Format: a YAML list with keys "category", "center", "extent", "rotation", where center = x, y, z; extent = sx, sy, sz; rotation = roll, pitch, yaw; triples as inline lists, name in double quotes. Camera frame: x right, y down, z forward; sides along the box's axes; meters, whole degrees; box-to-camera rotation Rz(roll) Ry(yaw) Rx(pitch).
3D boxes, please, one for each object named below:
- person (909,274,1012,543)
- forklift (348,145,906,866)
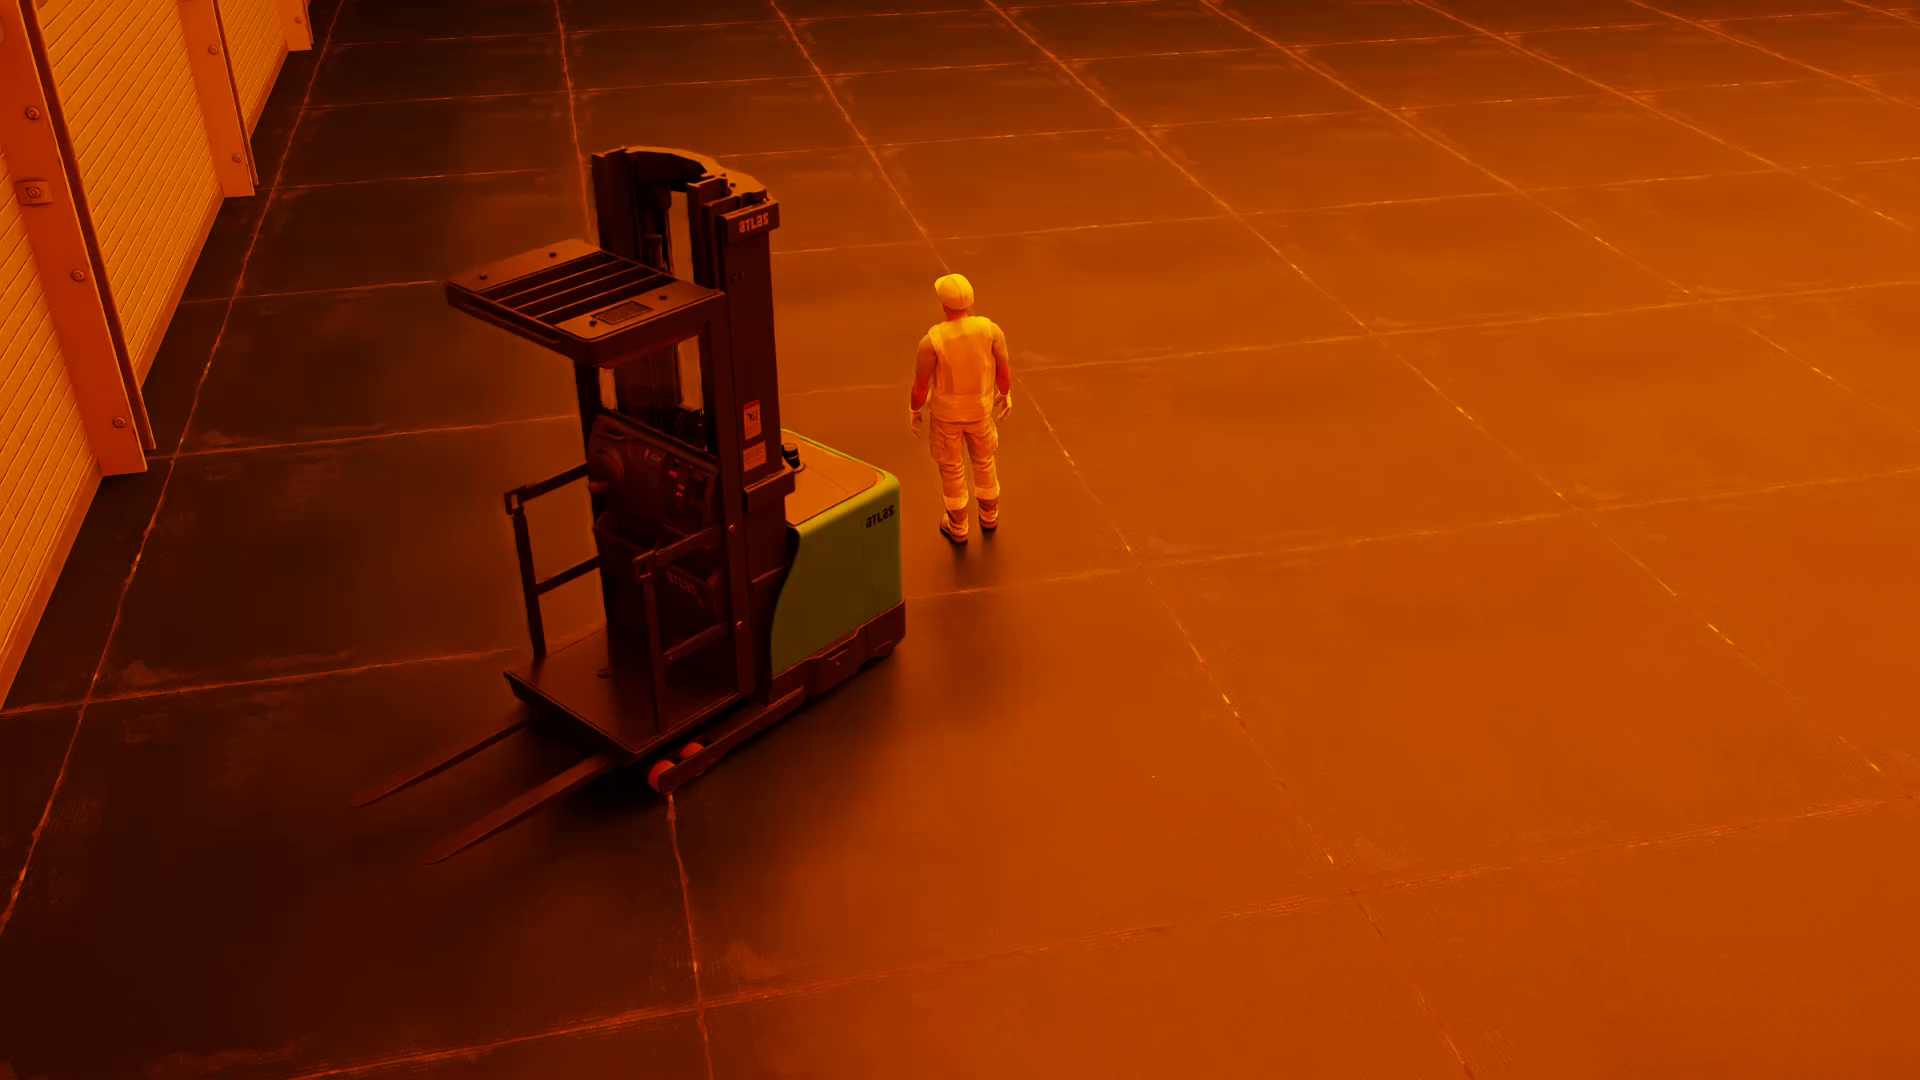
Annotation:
- category: "person"
  center: [-0.006, -0.821, 10.118]
  extent: [0.638, 1.788, 0.563]
  rotation: [-7, 31, -12]
- category: "forklift"
  center: [-1.658, -0.285, 8.068]
  extent: [1.130, 2.935, 3.031]
  rotation: [24, 38, 35]
